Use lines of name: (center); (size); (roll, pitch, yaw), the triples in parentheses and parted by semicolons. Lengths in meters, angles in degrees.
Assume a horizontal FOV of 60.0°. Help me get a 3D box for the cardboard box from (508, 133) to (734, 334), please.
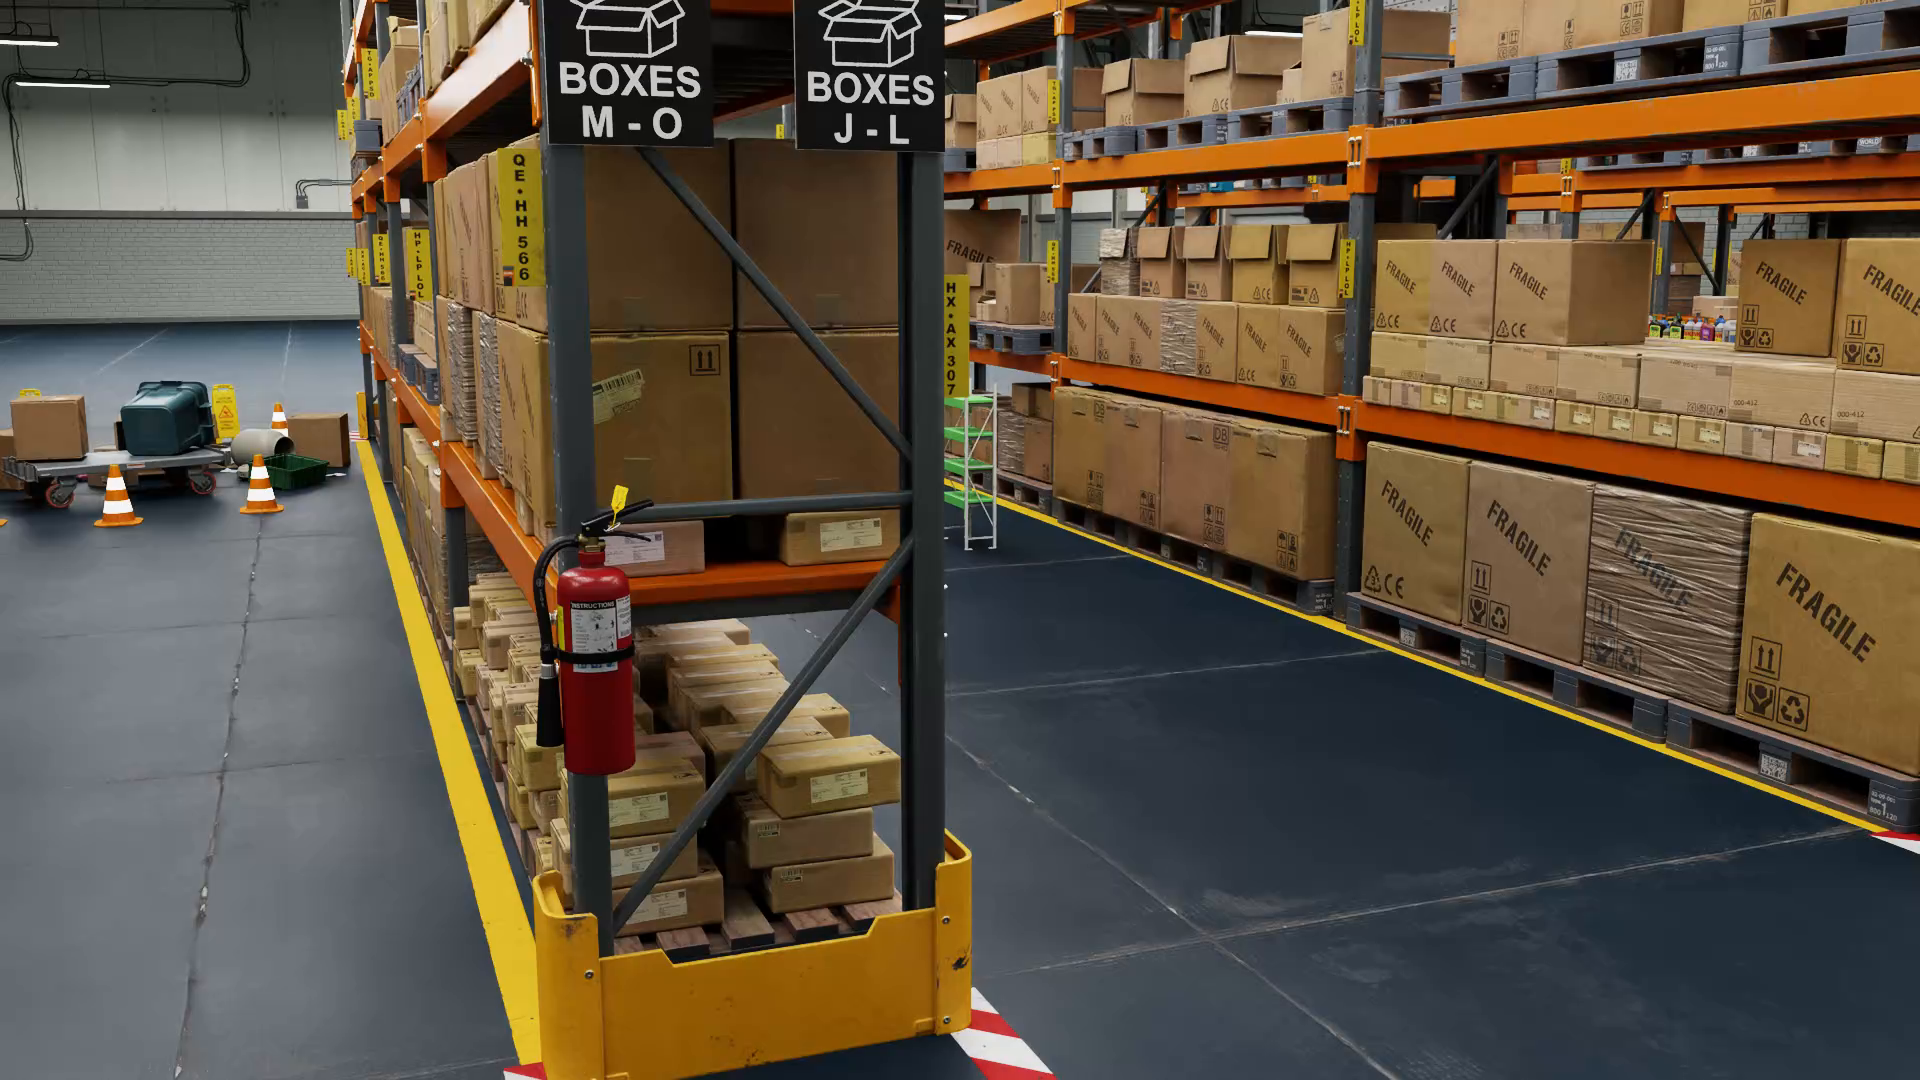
cardboard box: (-0.926, -0.827, 4.512); (0.500, 0.500, 0.500); (-4, 11, -22)

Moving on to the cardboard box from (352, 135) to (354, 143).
cardboard box: (-6.022, -4.237, 17.201); (0.500, 0.250, 0.500); (-4, 11, -21)

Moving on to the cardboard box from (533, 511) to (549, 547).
cardboard box: (-1.070, -0.074, 4.990); (0.380, 0.149, 0.250); (-4, 11, -21)

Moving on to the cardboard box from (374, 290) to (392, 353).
cardboard box: (-4.575, -1.821, 13.805); (0.500, 0.500, 0.500); (-4, 11, -21)

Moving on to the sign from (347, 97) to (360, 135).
sign: (-5.393, -3.773, 14.800); (0.100, 0.325, 0.005); (-4, 11, -21)

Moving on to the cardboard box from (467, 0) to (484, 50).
cardboard box: (-1.299, -1.705, 5.302); (0.500, 0.250, 0.500); (-3, 11, -18)

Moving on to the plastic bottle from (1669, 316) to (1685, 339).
plastic bottle: (5.961, -1.712, 13.810); (0.061, 0.283, 0.133); (-4, 11, -21)

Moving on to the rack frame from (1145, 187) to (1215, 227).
rack frame: (2.950, -3.304, 22.429); (1.000, 3.000, 0.127); (-4, 11, -21)

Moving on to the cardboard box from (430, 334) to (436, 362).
cardboard box: (-2.878, -1.124, 9.692); (0.380, 0.149, 0.250); (-4, 11, -23)

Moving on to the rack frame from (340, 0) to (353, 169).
rack frame: (-6.326, -5.645, 18.460); (1.000, 3.000, 0.127); (-4, 11, -21)

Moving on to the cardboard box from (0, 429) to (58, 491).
cardboard box: (-8.574, -0.740, 15.143); (0.500, 0.500, 0.500); (3, 11, 18)

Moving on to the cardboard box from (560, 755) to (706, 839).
cardboard box: (-0.956, 0.754, 4.859); (0.380, 0.149, 0.250); (-4, 11, -20)

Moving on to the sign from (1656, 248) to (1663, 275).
sign: (8.500, -3.394, 20.240); (0.100, 0.325, 0.005); (-4, 11, -21)

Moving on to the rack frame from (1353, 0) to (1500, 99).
rack frame: (2.682, -3.985, 9.125); (1.000, 3.000, 0.127); (-4, 11, -21)

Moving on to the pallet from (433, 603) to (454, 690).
pallet: (-2.261, 0.513, 8.932); (1.003, 0.211, 1.213); (-4, 11, -21)

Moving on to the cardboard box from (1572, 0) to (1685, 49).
cardboard box: (3.269, -2.507, 7.611); (0.700, 0.500, 0.500); (-3, 11, -18)

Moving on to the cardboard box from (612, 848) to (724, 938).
cardboard box: (-0.913, 1.044, 4.925); (0.380, 0.149, 0.250); (-4, 11, -20)

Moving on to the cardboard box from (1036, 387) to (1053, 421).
cardboard box: (0.962, -1.146, 14.040); (0.500, 0.250, 0.500); (-3, 11, -19)

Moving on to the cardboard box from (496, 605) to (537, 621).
cardboard box: (-1.748, 0.369, 7.025); (0.380, 0.149, 0.250); (-4, 11, -22)

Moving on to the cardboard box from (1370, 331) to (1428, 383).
cardboard box: (2.608, -1.010, 9.113); (0.500, 0.250, 0.500); (-4, 11, -22)

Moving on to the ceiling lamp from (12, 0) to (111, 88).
ceiling lamp: (-21.160, -12.269, 39.033); (2.000, 3.185, 0.800); (-4, 11, -21)

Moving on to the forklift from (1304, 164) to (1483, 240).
forklift: (3.346, -1.587, 12.971); (1.130, 2.935, 3.031); (-4, 11, -20)

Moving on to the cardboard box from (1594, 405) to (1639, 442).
cardboard box: (3.142, -0.541, 7.614); (0.380, 0.149, 0.250); (-4, 11, -20)

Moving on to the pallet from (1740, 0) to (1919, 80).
pallet: (3.853, -1.932, 6.402); (1.003, 0.211, 1.213); (-4, 11, -21)

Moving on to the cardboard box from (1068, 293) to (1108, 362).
cardboard box: (1.155, -1.636, 12.769); (0.500, 0.500, 0.500); (-4, 11, -19)

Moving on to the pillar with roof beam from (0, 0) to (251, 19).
pillar with roof beam: (-22.975, -9.998, 42.931); (9.100, 9.000, 0.548); (-4, 11, -21)

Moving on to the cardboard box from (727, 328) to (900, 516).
cardboard box: (-0.433, -0.366, 4.779); (0.500, 0.500, 0.500); (-3, 11, -18)

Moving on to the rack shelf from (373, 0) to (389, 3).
rack shelf: (-2.702, -3.462, 9.382); (1.077, 0.370, 4.000); (-4, 11, -21)

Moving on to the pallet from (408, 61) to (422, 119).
pallet: (-2.102, -2.224, 8.332); (1.213, 0.211, 1.003); (-4, 11, -21)

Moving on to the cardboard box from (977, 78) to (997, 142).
cardboard box: (0.465, -3.683, 14.281); (0.500, 0.500, 0.500); (-4, 11, -20)

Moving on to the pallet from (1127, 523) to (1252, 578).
pallet: (1.886, 0.021, 11.697); (1.003, 0.211, 1.213); (-4, 11, -21)

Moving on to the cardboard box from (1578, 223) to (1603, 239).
cardboard box: (8.485, -3.889, 21.728); (0.700, 0.500, 0.500); (-4, 11, -21)

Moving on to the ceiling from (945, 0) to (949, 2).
ceiling: (-2.147, -14.717, 43.767); (6.000, 0.001, 6.000); (-4, 11, -21)

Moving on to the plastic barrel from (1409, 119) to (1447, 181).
plastic barrel: (5.023, -4.199, 17.463); (0.600, 0.901, 0.600); (0, 10, 0)

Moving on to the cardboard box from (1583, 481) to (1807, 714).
cardboard box: (3.495, 0.213, 7.523); (0.875, 0.875, 0.875); (-4, 11, -21)

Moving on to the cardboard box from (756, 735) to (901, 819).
cardboard box: (-0.401, 0.717, 5.066); (0.380, 0.149, 0.250); (-4, 11, -23)

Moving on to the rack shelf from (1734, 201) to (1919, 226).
rack shelf: (12.908, -4.729, 23.929); (1.077, 0.370, 4.000); (-4, 11, -21)

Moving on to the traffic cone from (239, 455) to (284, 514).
traffic cone: (-5.798, -0.475, 13.767); (0.336, 0.463, 0.334); (-4, 11, -21)

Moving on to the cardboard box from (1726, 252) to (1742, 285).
cardboard box: (12.076, -4.141, 25.364); (0.500, 0.500, 0.500); (-4, 11, -21)

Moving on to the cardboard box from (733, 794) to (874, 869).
cardboard box: (-0.479, 0.869, 5.062); (0.380, 0.149, 0.250); (-3, 11, -19)

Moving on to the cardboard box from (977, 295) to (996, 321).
cardboard box: (0.376, -2.079, 14.730); (0.396, 0.266, 0.258); (-4, 11, -23)

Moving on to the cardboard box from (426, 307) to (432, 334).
cardboard box: (-2.971, -1.313, 9.907); (0.380, 0.149, 0.250); (-4, 11, -21)

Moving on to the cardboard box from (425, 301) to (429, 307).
cardboard box: (-3.060, -1.502, 10.121); (0.380, 0.149, 0.250); (-3, 11, -18)

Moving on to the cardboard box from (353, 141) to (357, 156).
cardboard box: (-5.950, -3.977, 16.879); (0.380, 0.149, 0.250); (-4, 11, -20)

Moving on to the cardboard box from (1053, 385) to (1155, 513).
cardboard box: (1.463, -0.730, 12.830); (1.225, 0.875, 0.875); (-4, 11, -24)

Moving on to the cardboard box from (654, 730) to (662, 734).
cardboard box: (-1.177, 0.768, 5.632); (0.380, 0.149, 0.250); (-4, 11, -22)

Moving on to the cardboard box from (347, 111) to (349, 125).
cardboard box: (-6.502, -4.618, 18.209); (0.380, 0.149, 0.250); (-4, 11, -20)

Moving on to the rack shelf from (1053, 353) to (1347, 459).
rack shelf: (1.957, -1.003, 11.549); (1.077, 0.370, 4.000); (-4, 11, -21)

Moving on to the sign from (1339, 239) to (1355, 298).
sign: (2.180, -1.526, 9.353); (0.100, 0.325, 0.005); (-4, 11, -21)

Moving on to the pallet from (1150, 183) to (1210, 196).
pallet: (3.158, -4.547, 21.389); (1.003, 0.211, 1.213); (-4, 11, -21)

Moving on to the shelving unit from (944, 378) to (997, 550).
shelving unit: (0.060, -0.564, 12.163); (0.258, 1.200, 0.503); (-4, 11, -21)

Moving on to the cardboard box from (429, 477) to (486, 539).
cardboard box: (-2.483, -0.183, 8.683); (0.500, 0.250, 0.500); (-4, 11, -22)

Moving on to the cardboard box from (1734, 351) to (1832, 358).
cardboard box: (3.836, -0.713, 7.441); (0.500, 0.250, 0.500); (-4, 11, -23)
